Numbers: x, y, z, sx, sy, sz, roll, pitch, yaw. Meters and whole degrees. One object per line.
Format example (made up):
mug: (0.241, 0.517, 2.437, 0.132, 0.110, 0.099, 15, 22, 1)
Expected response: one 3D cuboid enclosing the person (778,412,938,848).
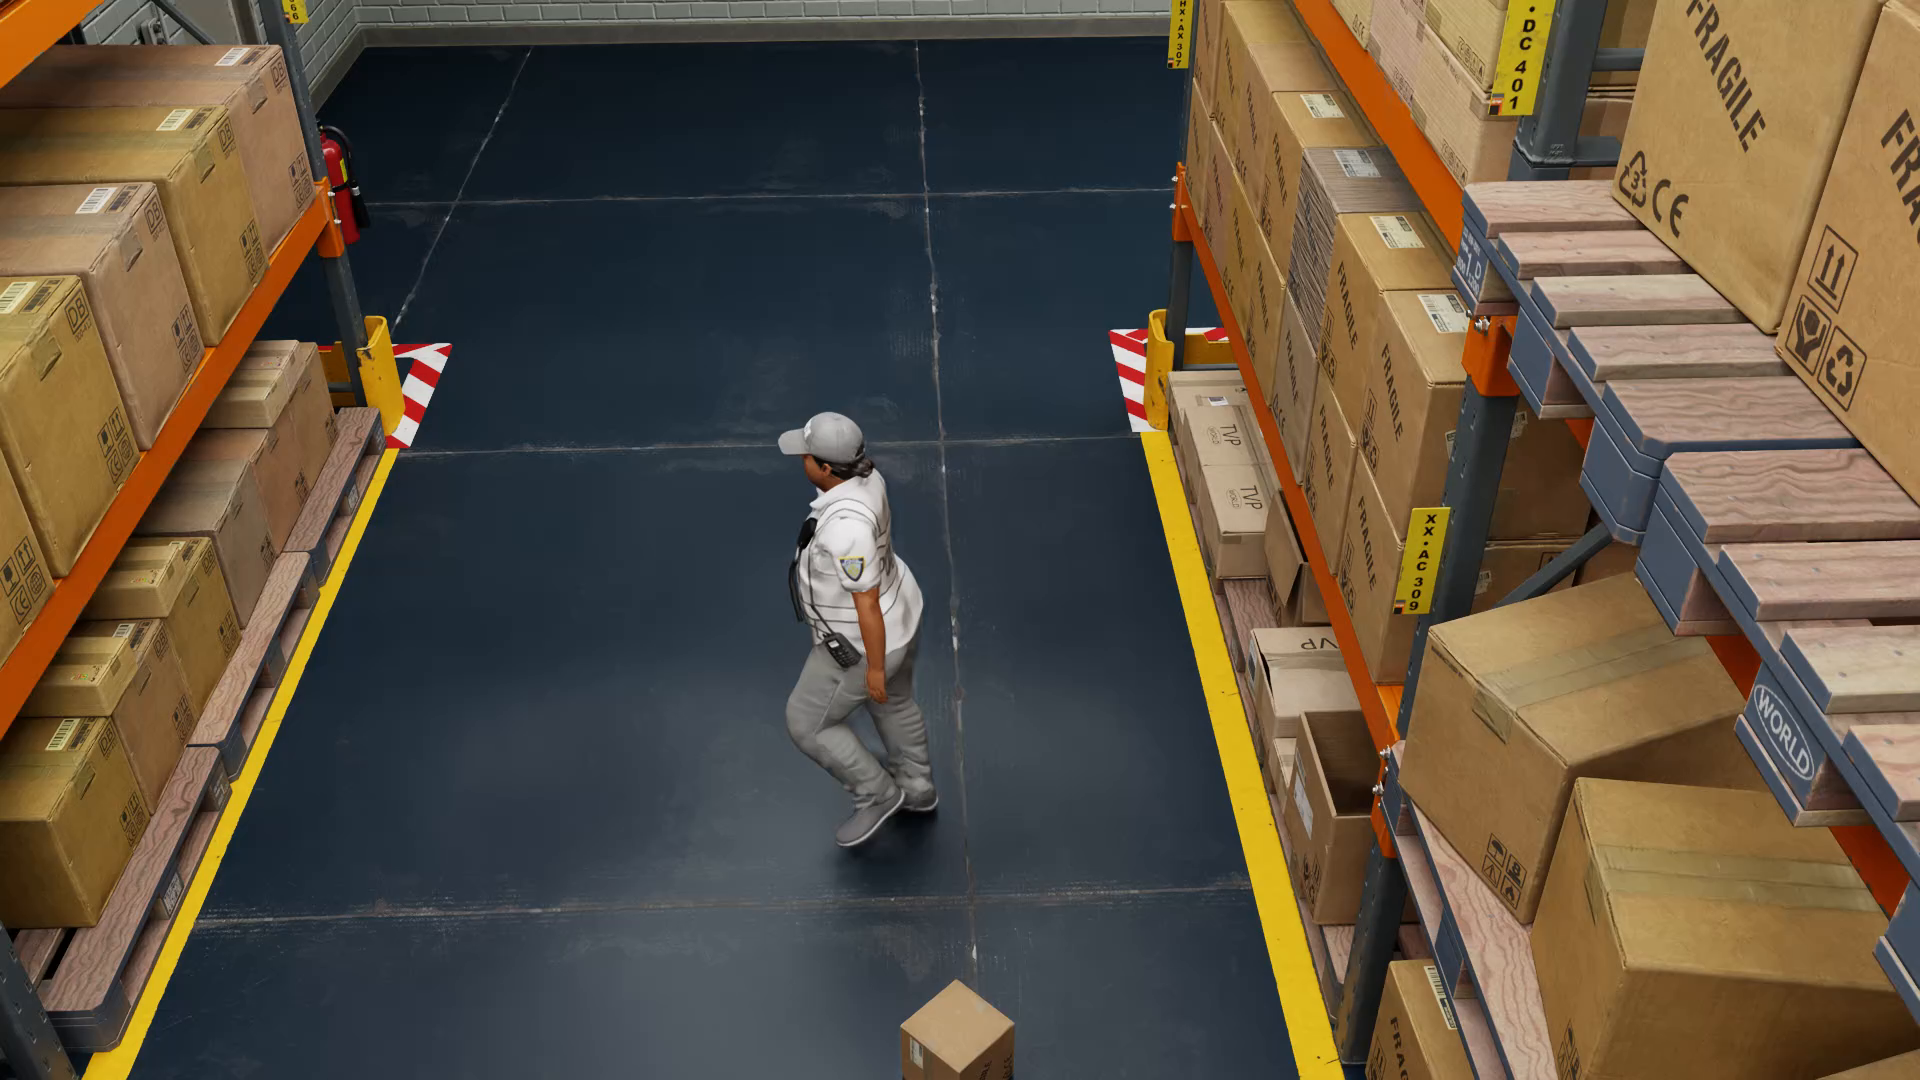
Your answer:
person: (-0.337, 0.309, 5.686, 0.511, 1.647, 0.527, 6, 36, 8)
